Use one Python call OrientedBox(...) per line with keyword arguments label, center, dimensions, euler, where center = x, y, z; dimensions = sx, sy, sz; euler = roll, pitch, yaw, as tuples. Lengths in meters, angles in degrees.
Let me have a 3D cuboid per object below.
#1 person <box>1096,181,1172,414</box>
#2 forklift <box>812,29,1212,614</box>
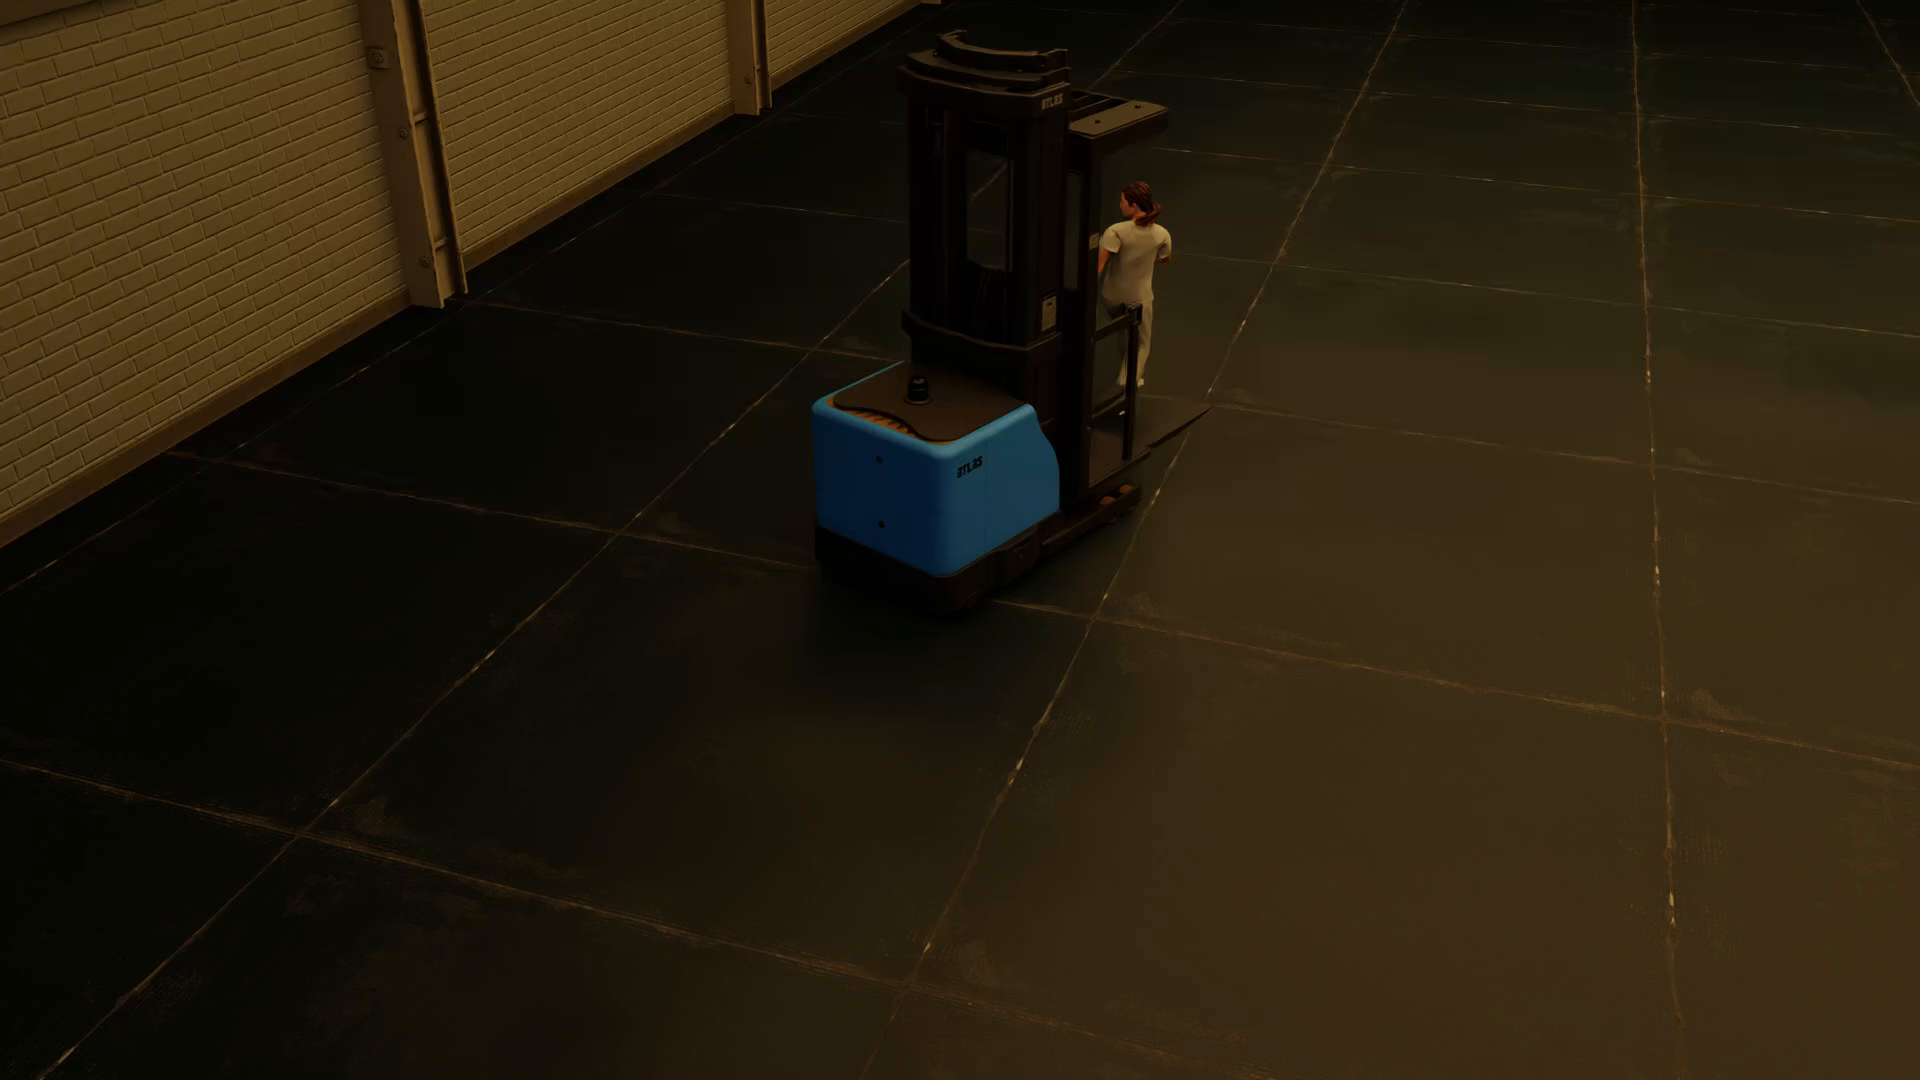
OrientedBox(label="person", center=(1.184, -1.676, 11.450), dimensions=(0.482, 1.643, 0.848), euler=(9, 31, 15))
OrientedBox(label="forklift", center=(0.482, -1.520, 9.802), dimensions=(1.130, 2.935, 3.031), euler=(22, 37, 34))
